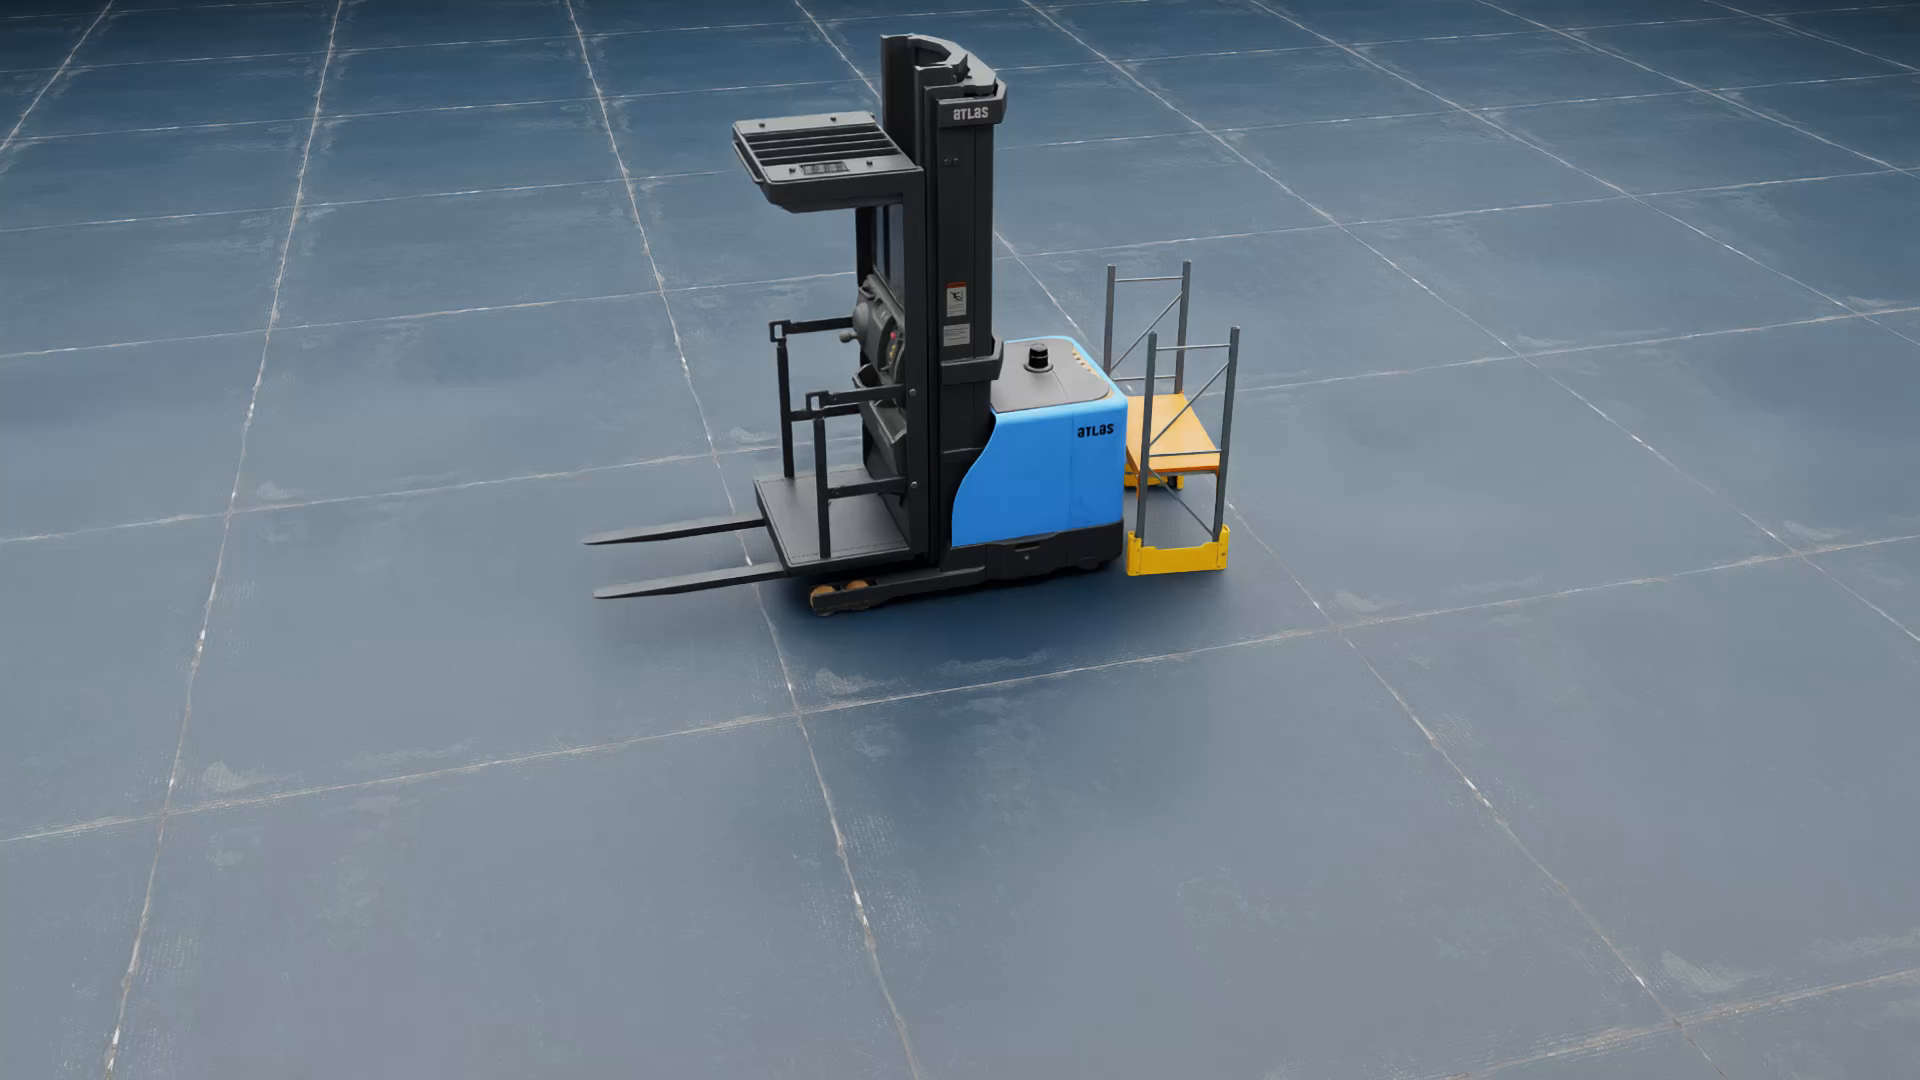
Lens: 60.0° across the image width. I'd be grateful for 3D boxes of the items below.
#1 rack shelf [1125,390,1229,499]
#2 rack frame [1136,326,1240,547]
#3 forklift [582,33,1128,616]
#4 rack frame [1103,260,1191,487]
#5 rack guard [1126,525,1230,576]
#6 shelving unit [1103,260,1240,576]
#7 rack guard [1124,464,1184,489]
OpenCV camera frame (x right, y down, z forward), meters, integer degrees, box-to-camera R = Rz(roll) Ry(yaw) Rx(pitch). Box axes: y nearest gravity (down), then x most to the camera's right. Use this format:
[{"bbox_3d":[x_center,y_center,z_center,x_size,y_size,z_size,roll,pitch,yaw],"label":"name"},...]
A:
[{"bbox_3d":[1.189,-0.577,9.841,0.538,0.185,1.000,-4,30,-7],"label":"rack shelf"},{"bbox_3d":[1.259,-0.481,9.315,0.500,1.500,0.032,-4,30,-7],"label":"rack frame"},{"bbox_3d":[-0.625,-1.140,9.025,3.031,2.935,1.130,-8,31,-14],"label":"forklift"},{"bbox_3d":[1.119,-0.985,10.186,0.500,1.500,0.032,-4,30,-7],"label":"rack frame"},{"bbox_3d":[1.259,0.059,9.629,0.587,0.250,0.087,-4,30,-7],"label":"rack guard"},{"bbox_3d":[1.190,-0.729,9.743,0.587,1.500,1.083,-4,30,-7],"label":"shelving unit"},{"bbox_3d":[1.122,-0.435,10.483,0.587,0.250,0.087,-4,30,-7],"label":"rack guard"}]
